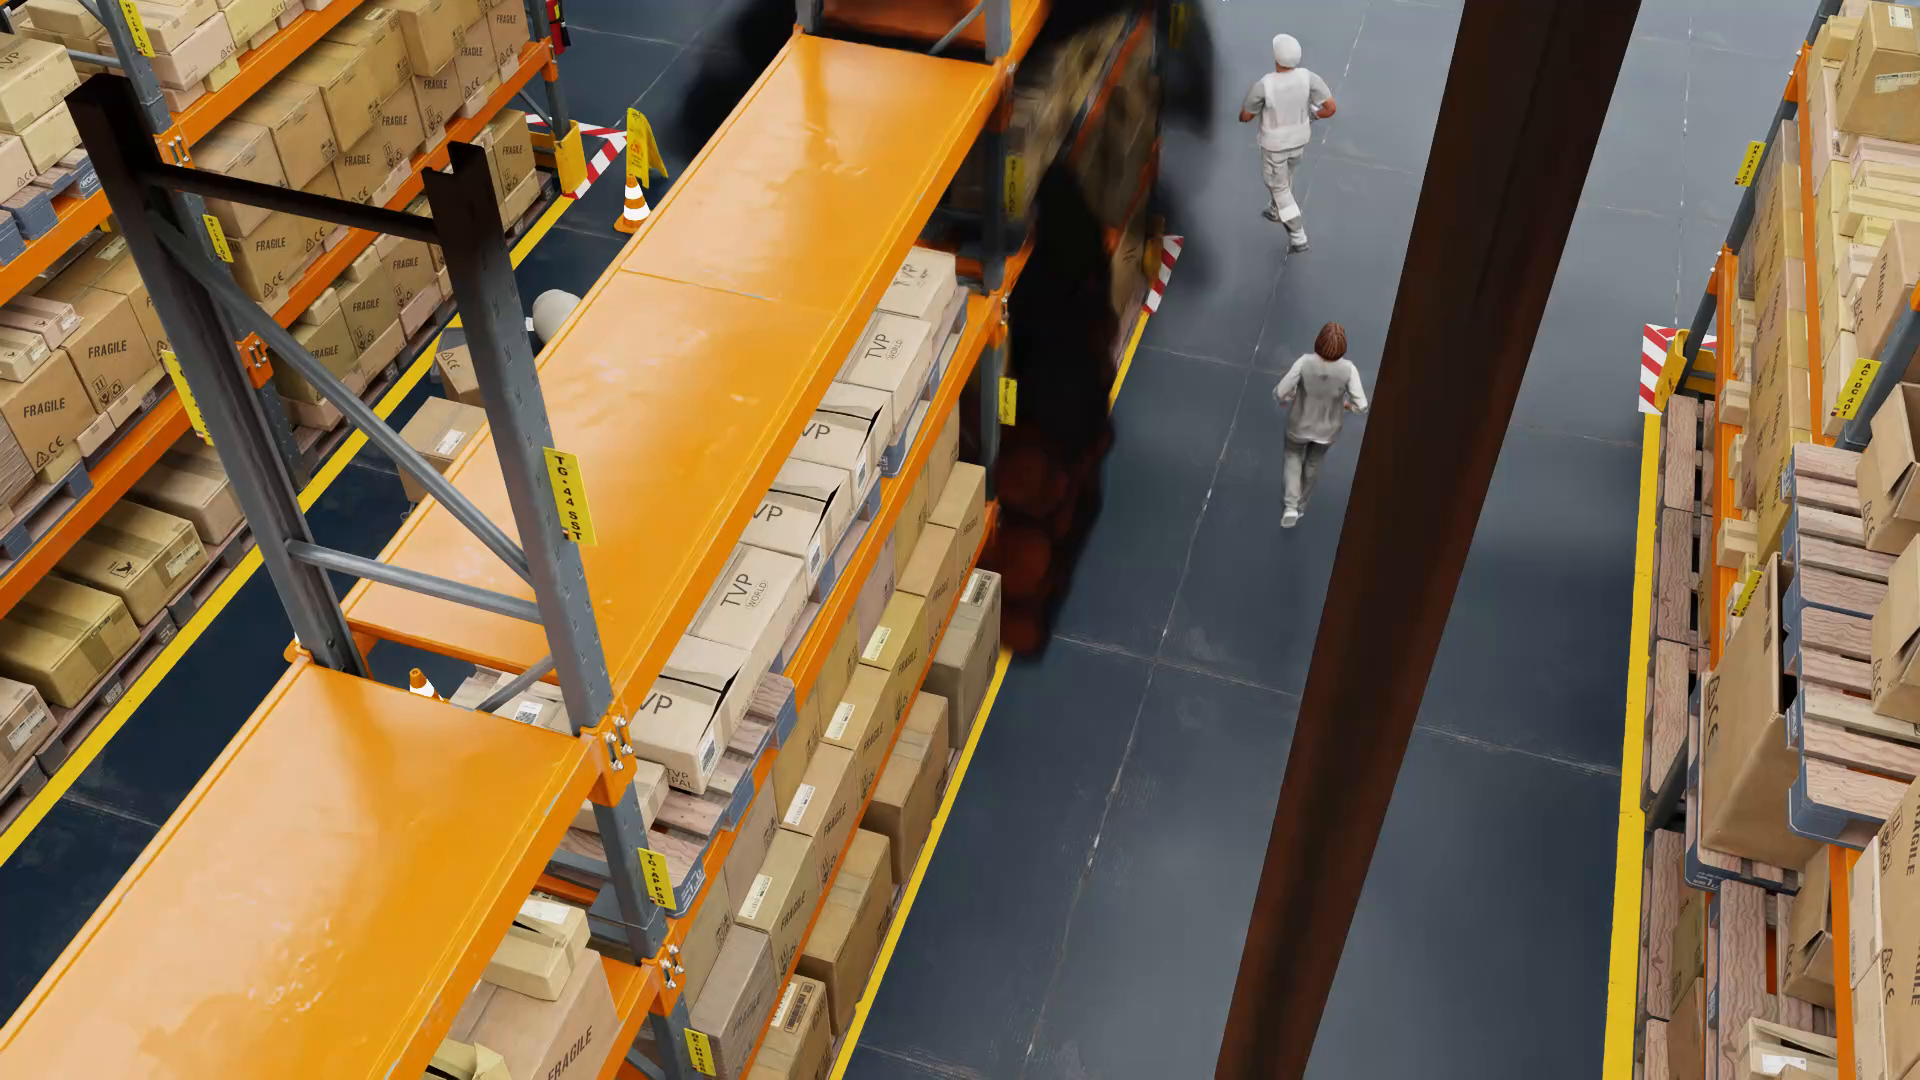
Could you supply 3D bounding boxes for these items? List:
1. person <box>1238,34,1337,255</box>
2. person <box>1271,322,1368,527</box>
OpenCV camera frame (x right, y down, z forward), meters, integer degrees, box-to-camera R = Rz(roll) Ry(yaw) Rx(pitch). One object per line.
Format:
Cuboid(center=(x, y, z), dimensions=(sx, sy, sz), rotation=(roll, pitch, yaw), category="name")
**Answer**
Cuboid(center=(2.439, -3.004, 12.727), dimensions=(0.682, 1.810, 0.908), rotation=(-11, 47, -10), category="person")
Cuboid(center=(2.190, -0.688, 10.307), dimensions=(0.583, 1.562, 0.525), rotation=(7, 46, 7), category="person")
